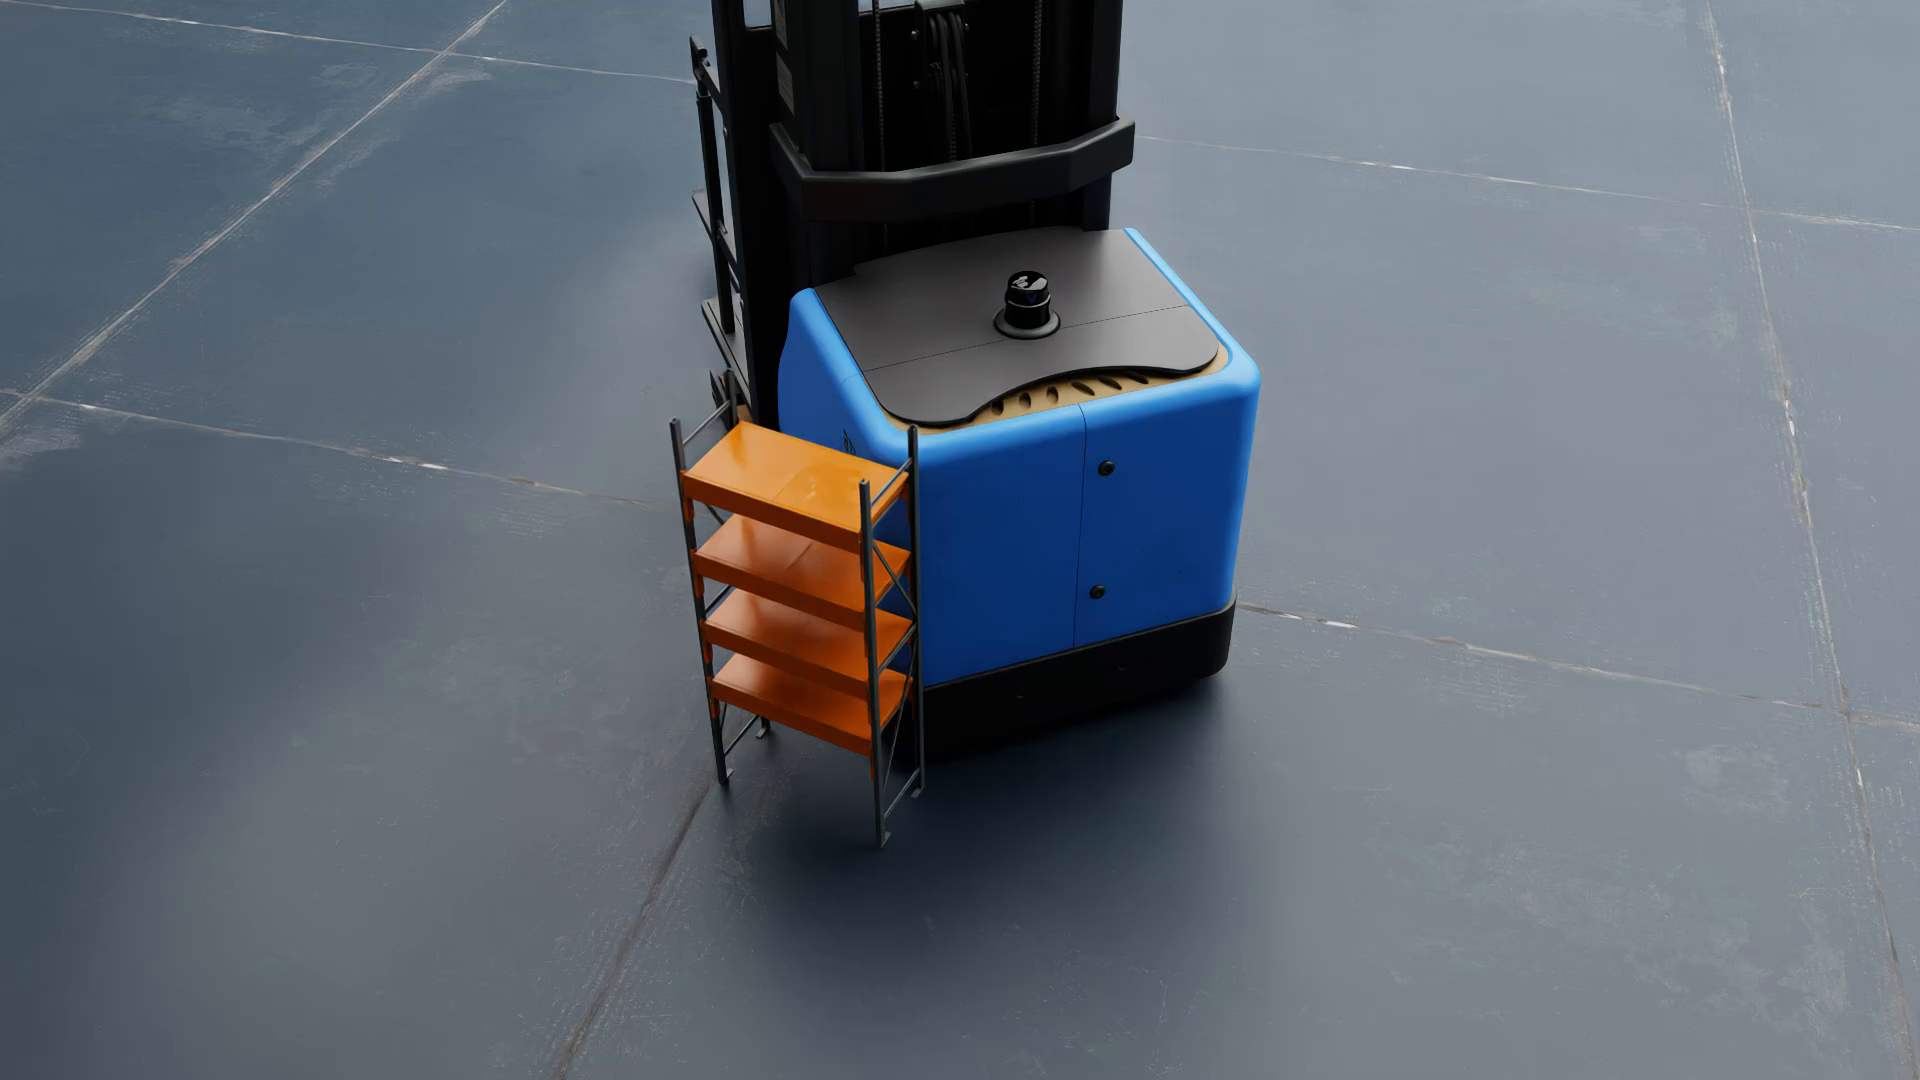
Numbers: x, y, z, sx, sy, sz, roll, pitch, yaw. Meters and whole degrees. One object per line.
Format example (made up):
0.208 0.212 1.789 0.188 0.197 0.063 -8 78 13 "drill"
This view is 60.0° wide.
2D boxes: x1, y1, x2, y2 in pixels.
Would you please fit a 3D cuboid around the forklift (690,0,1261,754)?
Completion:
-0.217 -1.501 4.780 1.130 2.935 3.031 -13 42 -15 "forklift"

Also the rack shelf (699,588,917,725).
-0.373 0.251 4.144 0.480 0.148 0.258 18 43 20 "rack shelf"

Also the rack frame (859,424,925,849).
-0.156 0.271 4.016 0.015 1.200 0.240 18 43 20 "rack frame"

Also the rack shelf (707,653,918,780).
-0.373 0.404 4.271 0.480 0.148 0.258 18 43 20 "rack shelf"

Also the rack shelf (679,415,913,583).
-0.373 -0.101 3.848 0.480 0.148 0.258 18 43 20 "rack shelf"

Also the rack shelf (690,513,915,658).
-0.373 0.080 4.000 0.480 0.148 0.258 18 43 20 "rack shelf"

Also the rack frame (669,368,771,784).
-0.590 0.129 4.185 0.015 1.200 0.240 18 43 20 "rack frame"

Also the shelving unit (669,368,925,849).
-0.373 0.200 4.100 0.503 1.200 0.258 18 43 20 "shelving unit"
